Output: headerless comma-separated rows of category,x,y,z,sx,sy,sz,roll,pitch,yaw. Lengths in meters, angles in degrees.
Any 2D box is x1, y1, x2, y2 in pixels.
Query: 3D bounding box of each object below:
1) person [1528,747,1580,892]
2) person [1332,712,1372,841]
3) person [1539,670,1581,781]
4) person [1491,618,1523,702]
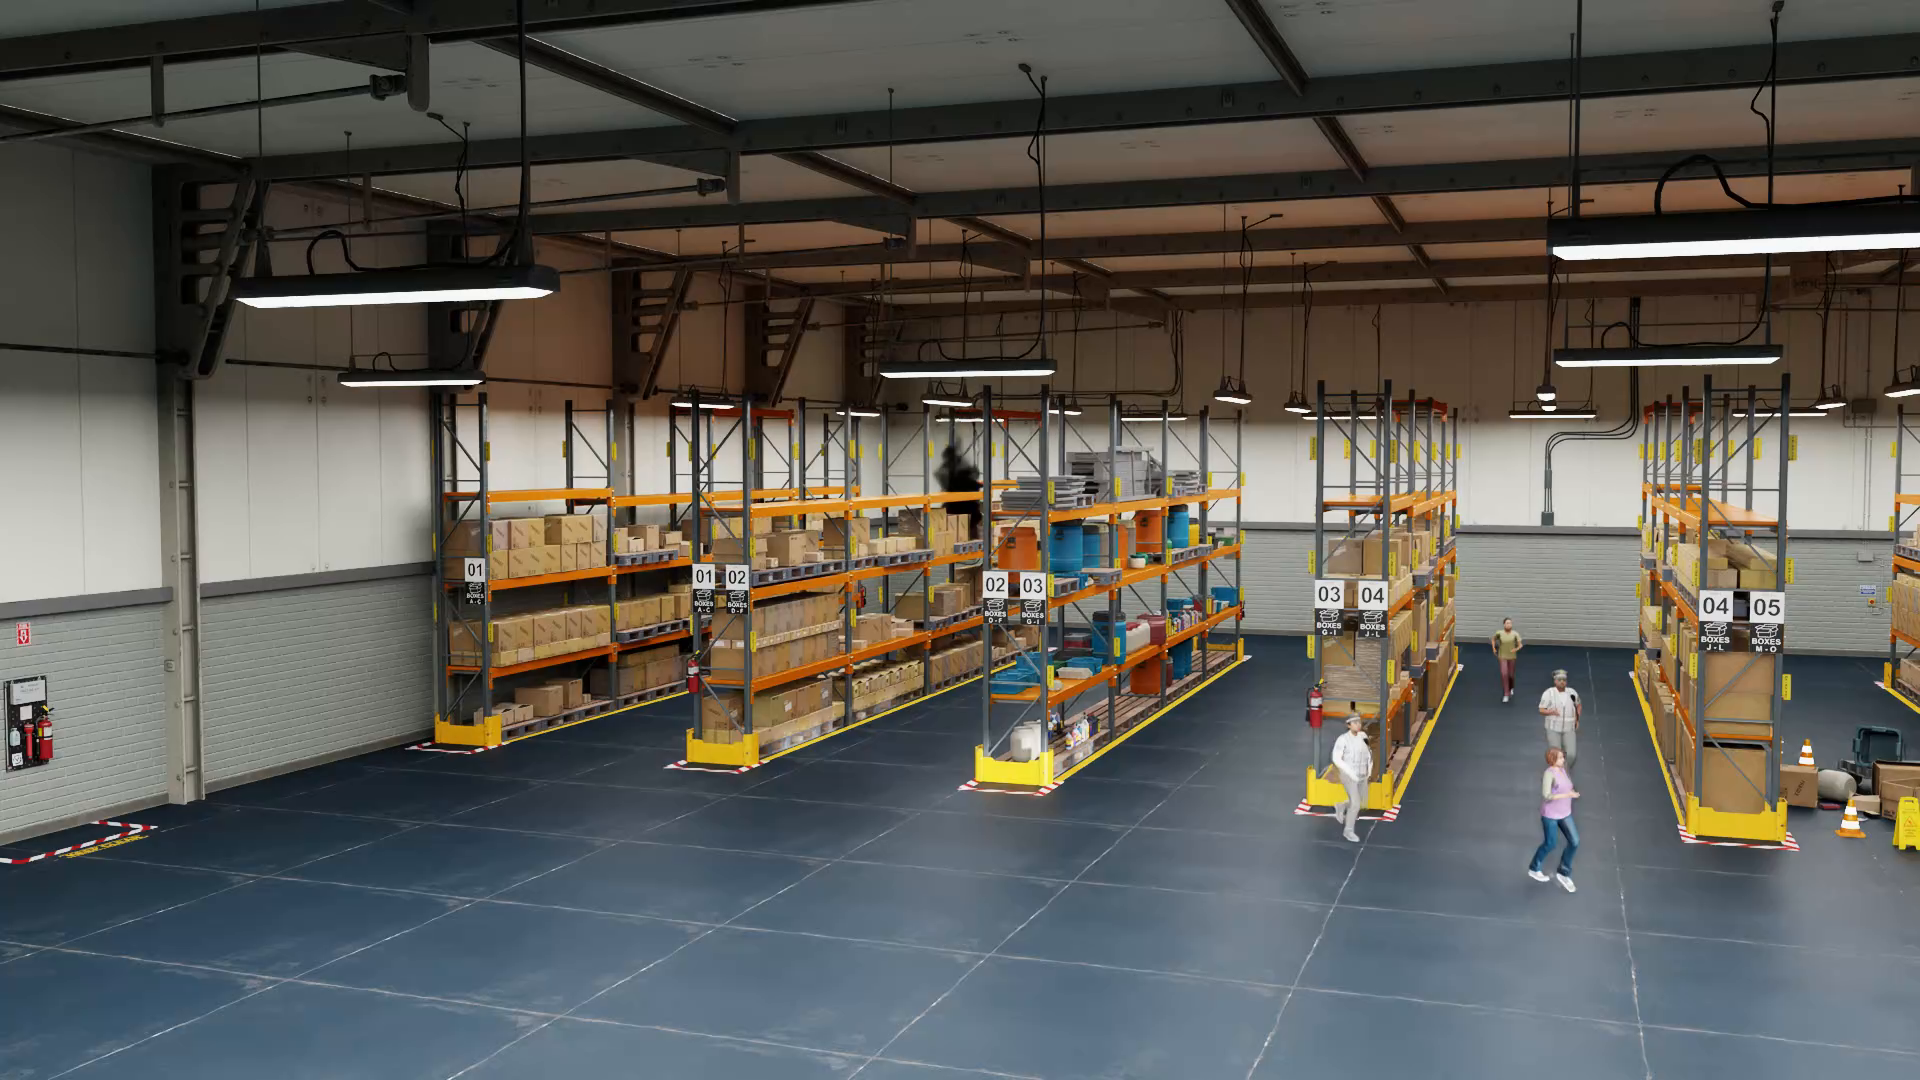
person,6.822,3.195,19.019,0.514,1.625,0.667,-2,4,-34
person,5.070,3.033,21.537,0.646,1.669,0.620,-1,3,-26
person,8.902,2.821,24.589,0.643,1.810,0.668,0,3,9
person,11.008,2.391,33.481,0.600,1.657,0.877,1,3,17
